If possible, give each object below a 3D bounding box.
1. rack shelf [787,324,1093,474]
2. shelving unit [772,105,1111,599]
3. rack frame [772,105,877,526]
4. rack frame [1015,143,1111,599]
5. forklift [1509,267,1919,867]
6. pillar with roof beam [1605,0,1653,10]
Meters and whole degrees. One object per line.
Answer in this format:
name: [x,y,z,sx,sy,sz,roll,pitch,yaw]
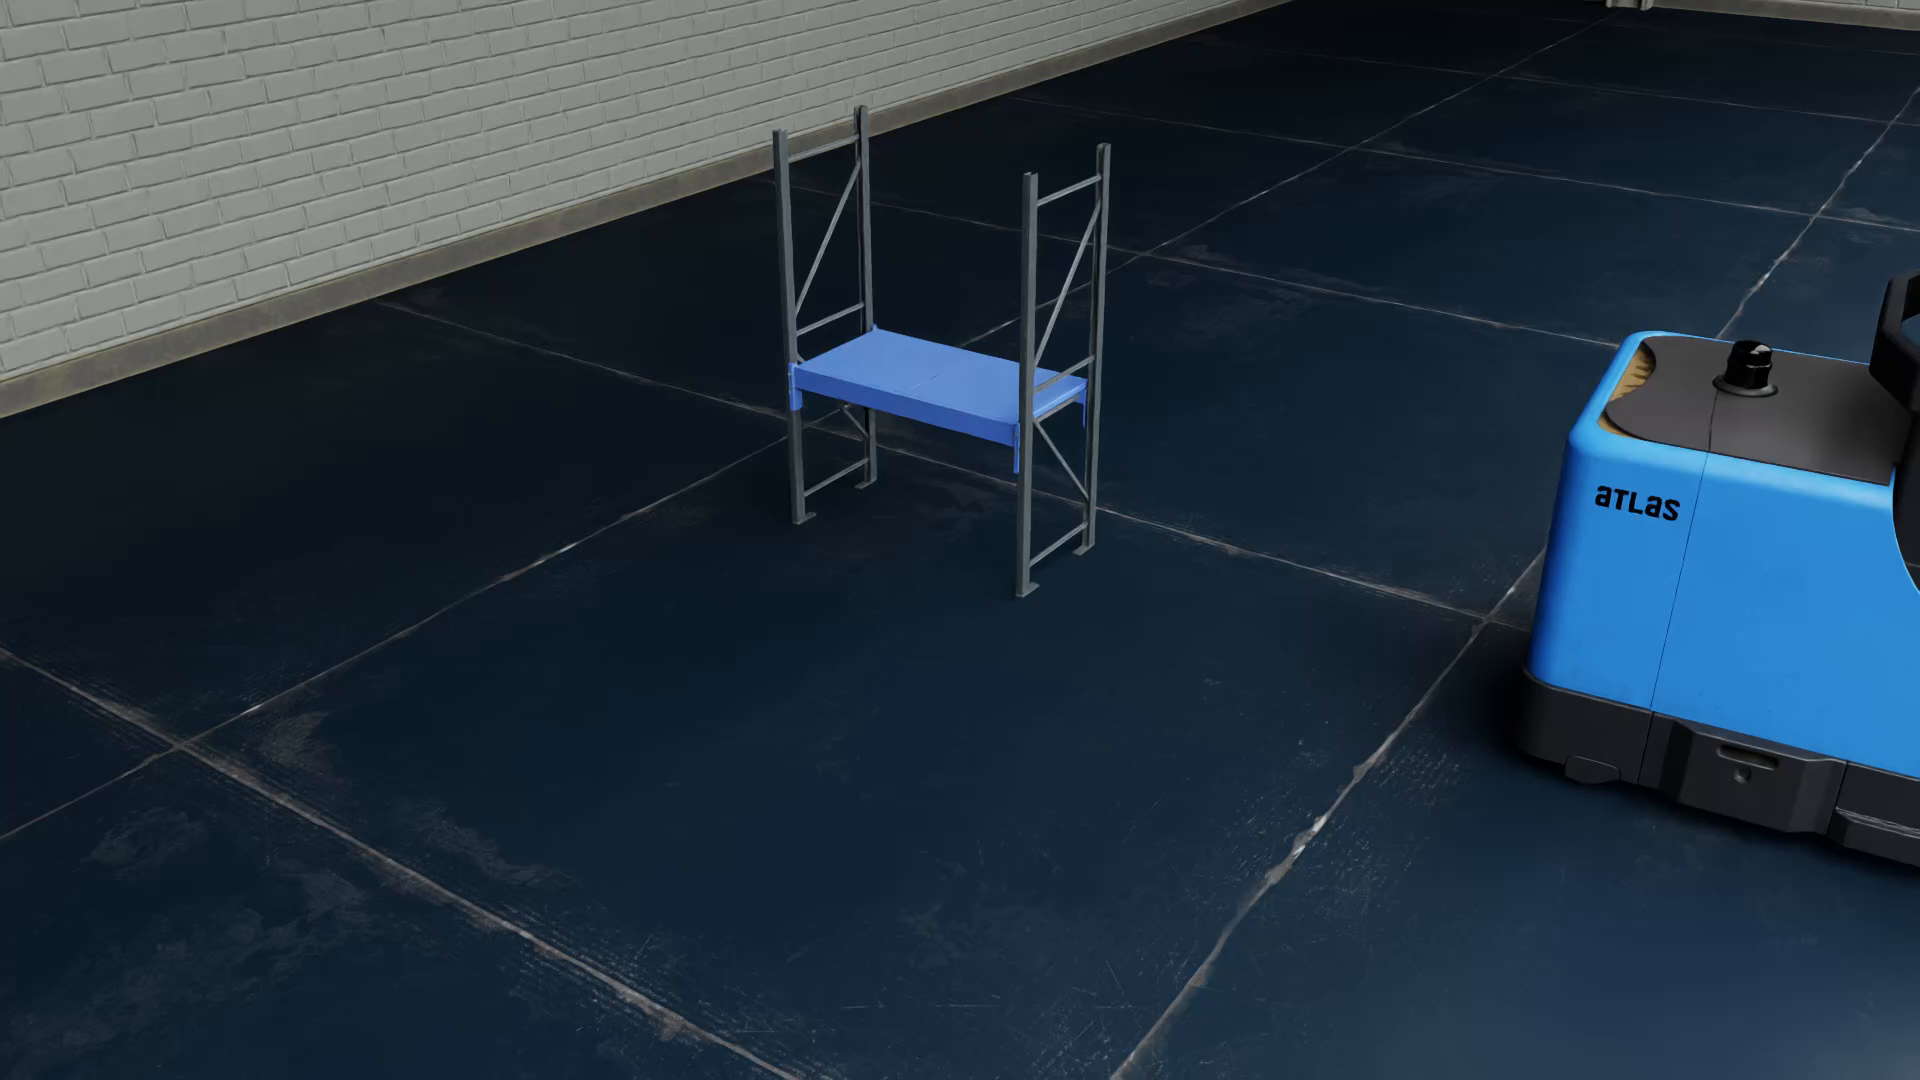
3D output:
rack shelf: [-0.070,-0.530,6.034,1.000,0.185,0.538,17,32,30]
shelving unit: [-0.070,-0.690,5.953,1.048,1.500,0.538,17,32,30]
rack frame: [-0.489,-0.821,6.209,0.032,1.500,0.500,17,32,30]
rack frame: [0.349,-0.560,5.696,0.032,1.500,0.500,17,32,30]
forklift: [3.170,-0.503,4.008,3.031,2.935,1.130,14,30,26]
pillar with roof beam: [4.368,-7.828,11.710,0.400,9.000,9.100,17,32,30]
